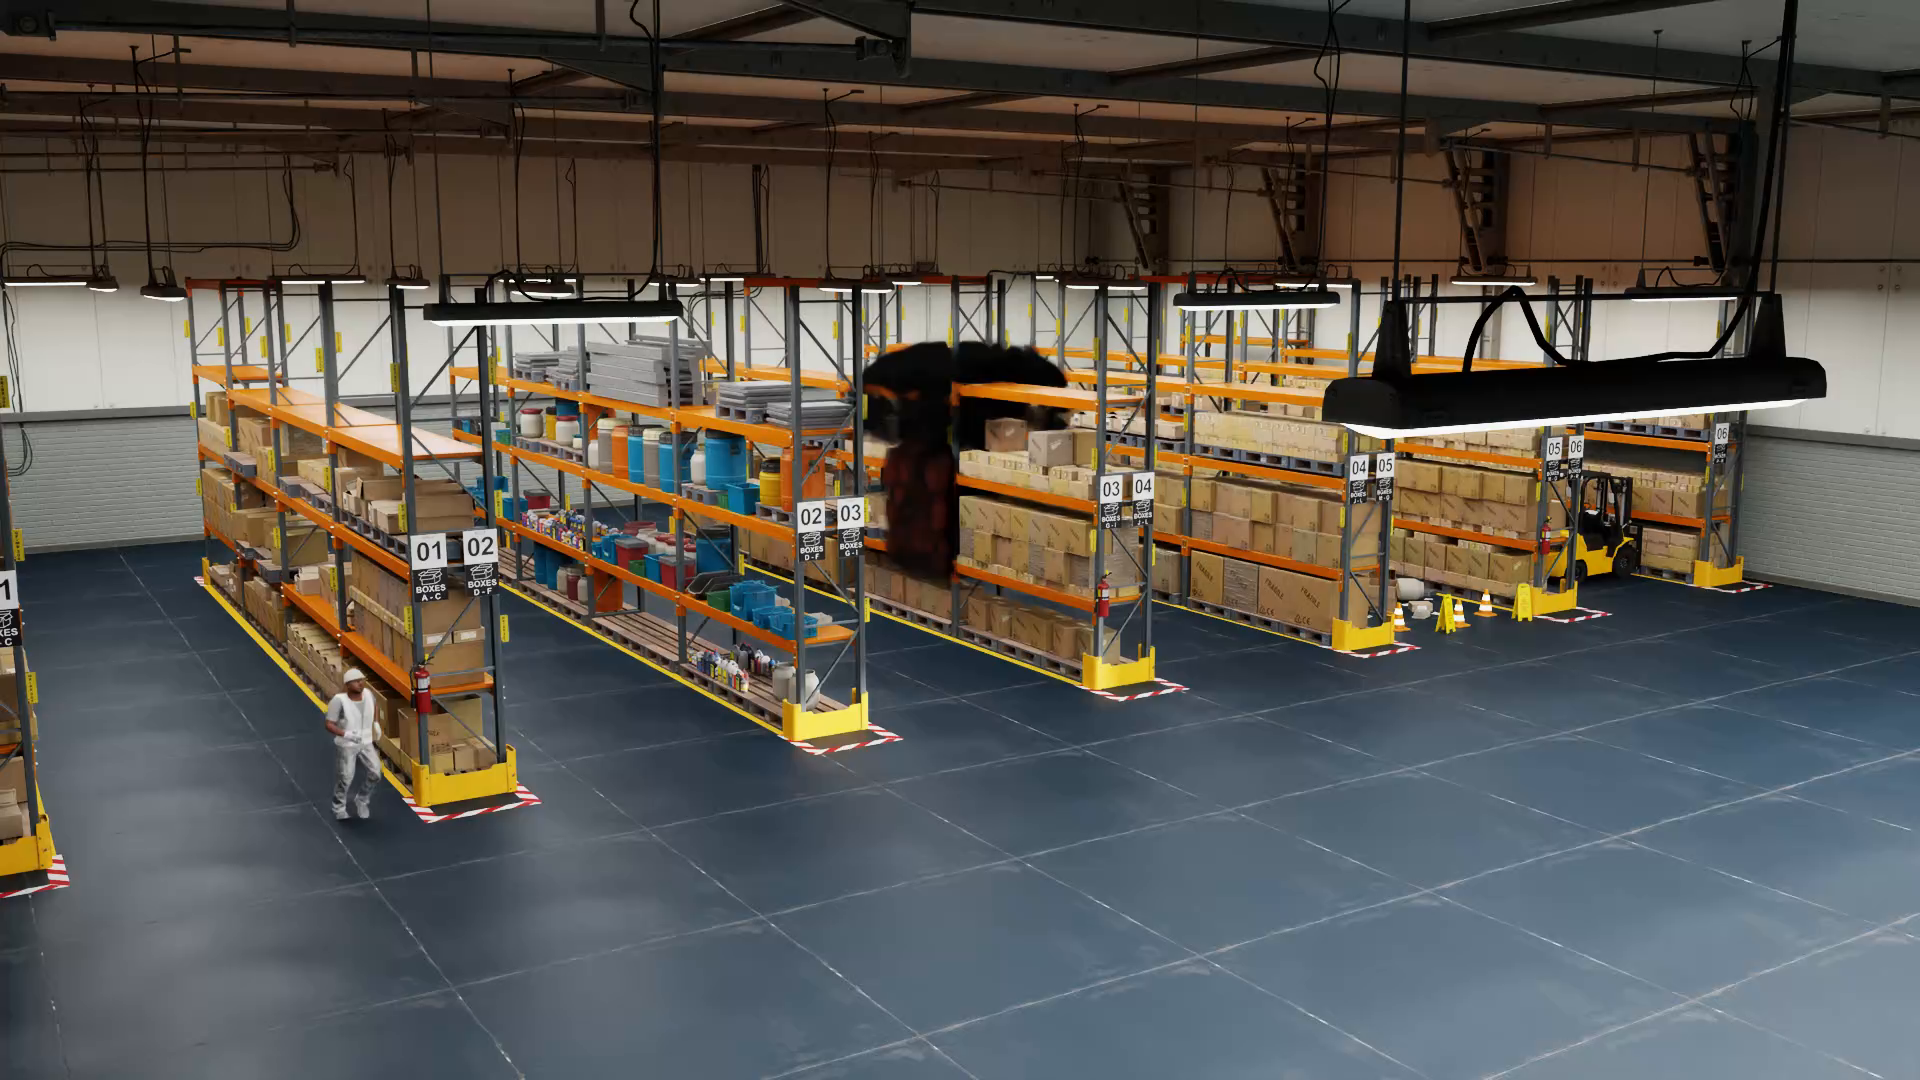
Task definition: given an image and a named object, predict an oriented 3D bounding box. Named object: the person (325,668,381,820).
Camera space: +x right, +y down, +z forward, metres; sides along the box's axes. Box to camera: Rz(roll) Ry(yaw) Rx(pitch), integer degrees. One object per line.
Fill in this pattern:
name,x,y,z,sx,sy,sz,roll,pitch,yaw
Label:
person,-6.831,2.333,18.901,0.622,1.784,0.737,8,12,40
